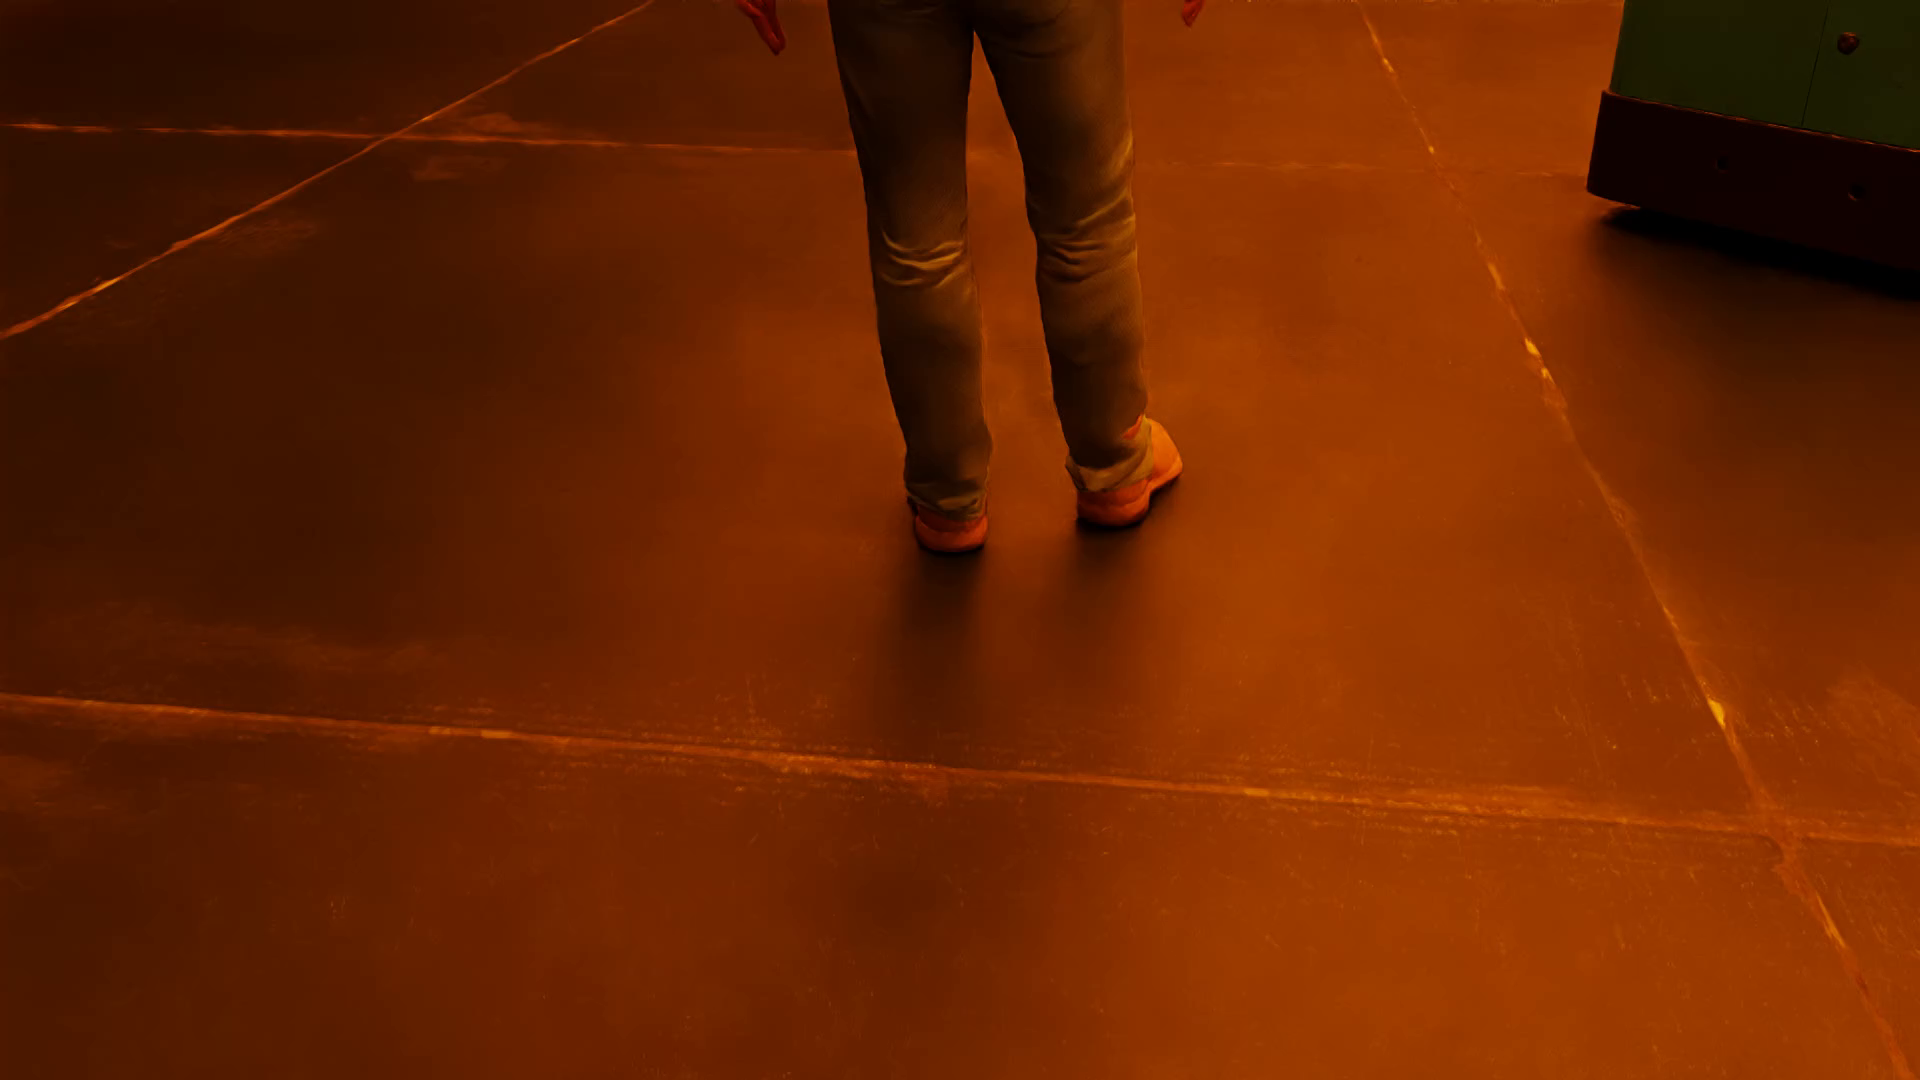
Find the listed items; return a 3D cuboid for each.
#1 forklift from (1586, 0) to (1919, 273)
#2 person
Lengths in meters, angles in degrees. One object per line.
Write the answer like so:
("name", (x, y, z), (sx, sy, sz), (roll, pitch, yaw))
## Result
("forklift", (3.001, -2.323, 3.874), (3.031, 2.935, 1.130), (-19, 32, -33))
("person", (0.014, -0.827, 2.164), (0.665, 1.766, 0.576), (3, 27, 7))
